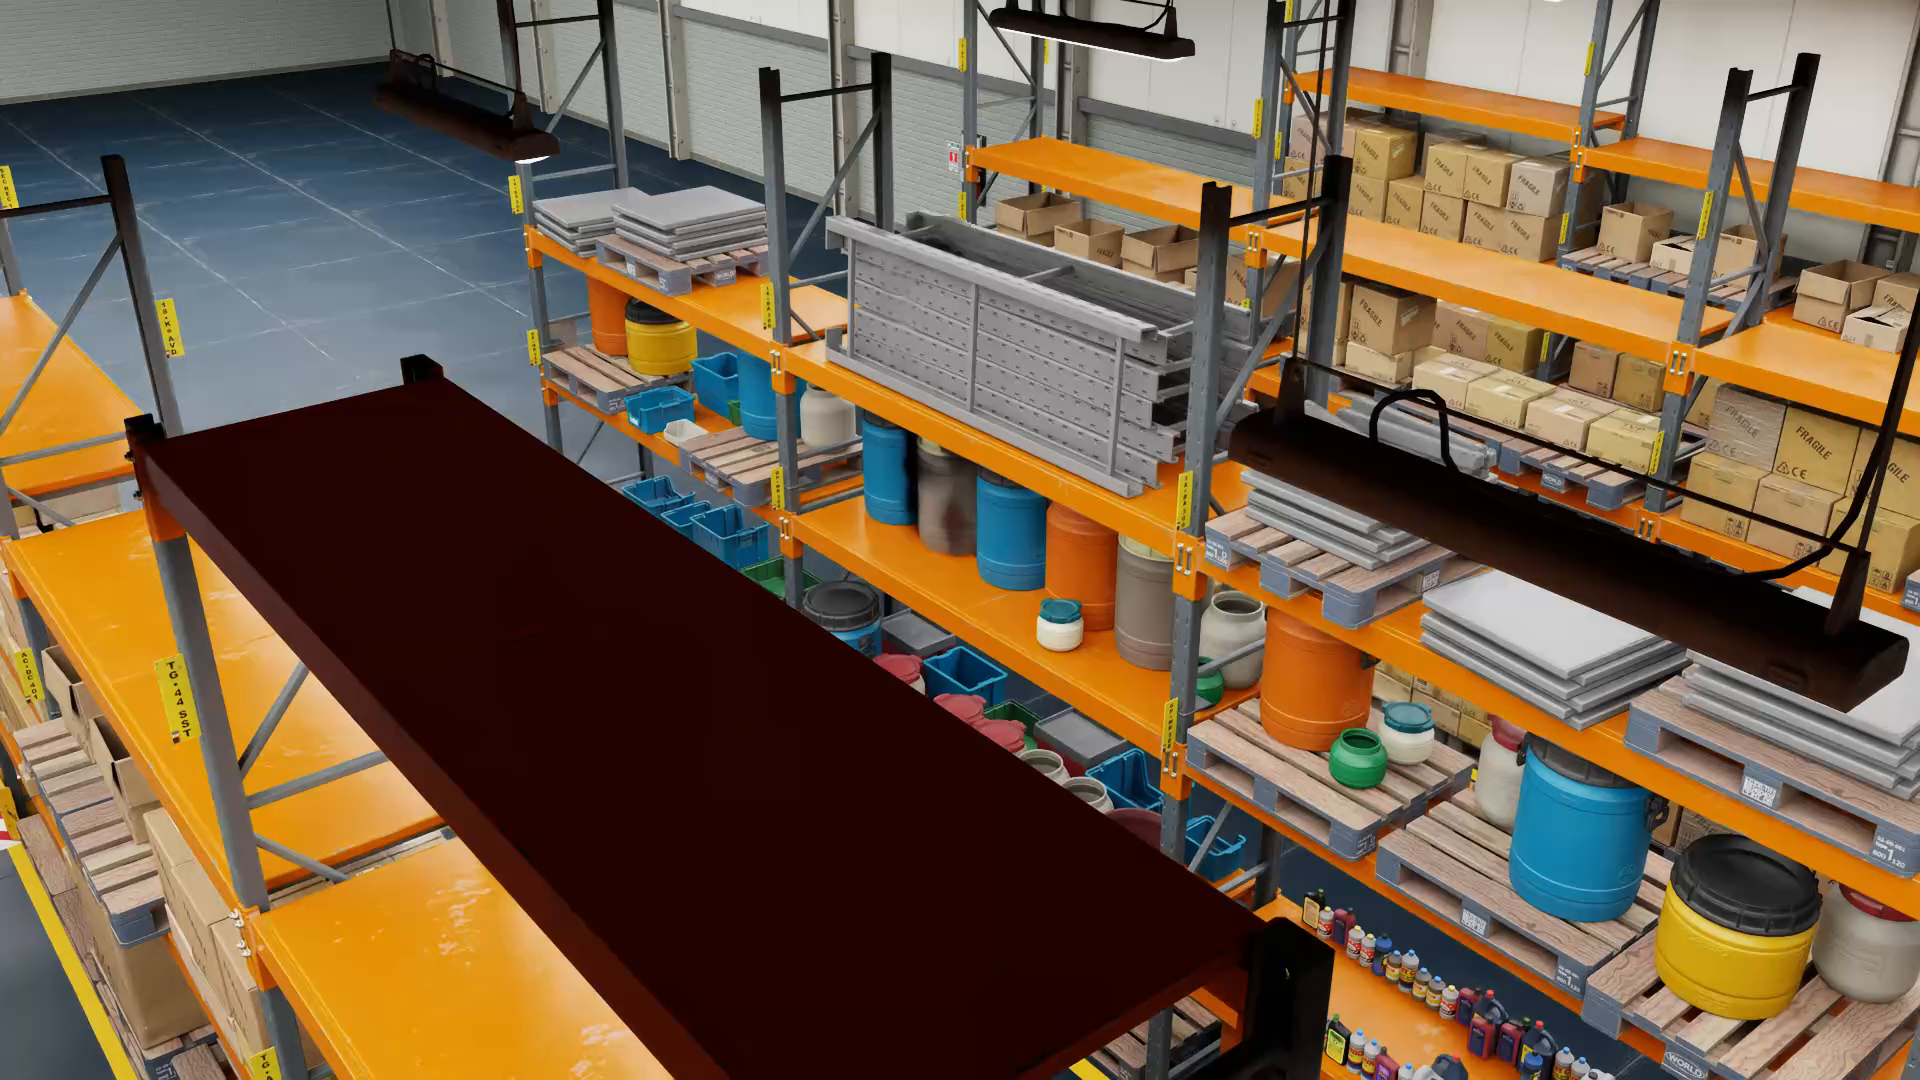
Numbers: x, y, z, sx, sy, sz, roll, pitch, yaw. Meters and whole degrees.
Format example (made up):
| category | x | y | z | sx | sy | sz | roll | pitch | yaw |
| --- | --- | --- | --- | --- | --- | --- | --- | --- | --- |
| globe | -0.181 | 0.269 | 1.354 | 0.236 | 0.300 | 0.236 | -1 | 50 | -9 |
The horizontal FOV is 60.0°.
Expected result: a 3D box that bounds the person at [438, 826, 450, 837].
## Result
| category | x | y | z | sx | sy | sz | roll | pitch | yaw |
| --- | --- | --- | --- | --- | --- | --- | --- | --- | --- |
| person | -3.896 | 2.038 | 12.127 | 0.615 | 1.701 | 0.707 | 6 | 26 | 12 |
